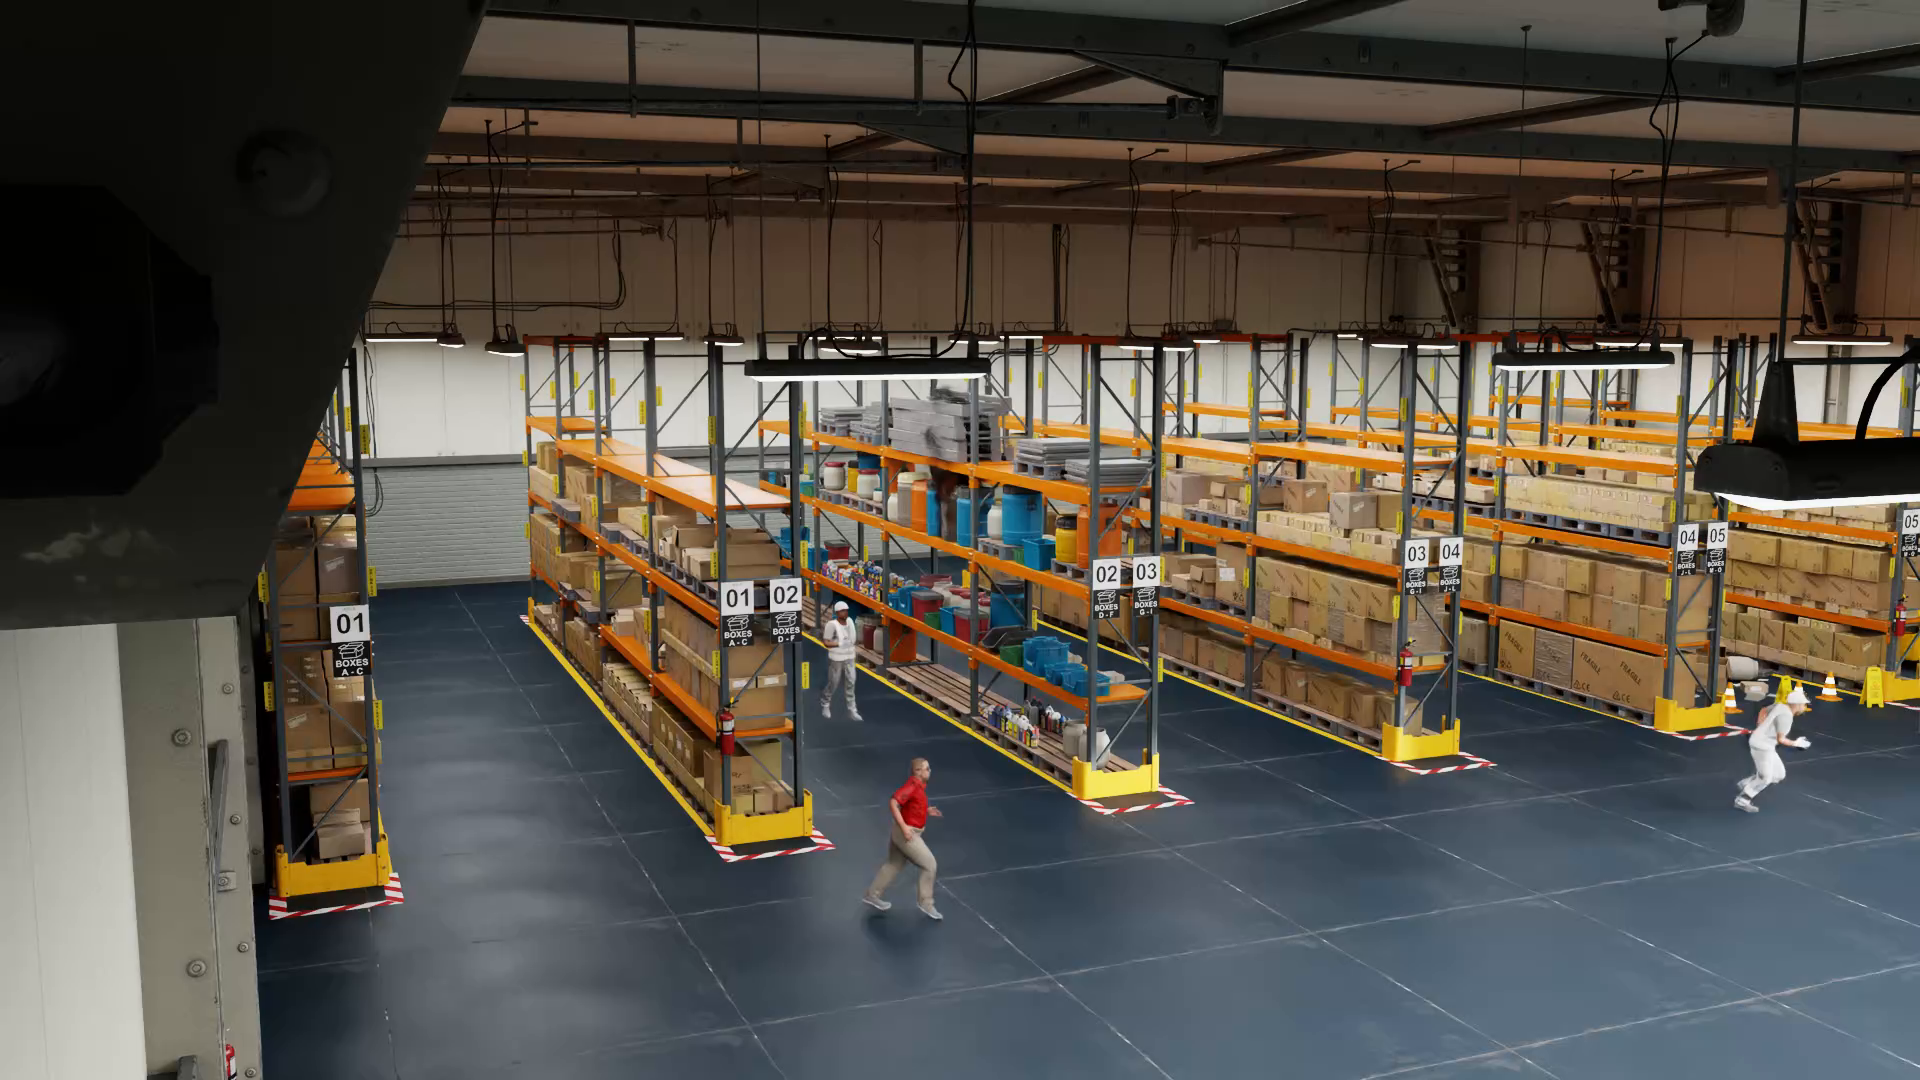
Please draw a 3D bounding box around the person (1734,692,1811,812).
[{"bbox_3d":[10.451,2.708,21.373,0.828,1.604,0.696,3,8,22],"label":"person"}]

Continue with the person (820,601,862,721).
[{"bbox_3d":[-1.796,1.829,25.129,0.703,1.826,0.880,-7,10,-43],"label":"person"}]

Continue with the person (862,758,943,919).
[{"bbox_3d":[-0.608,3.172,17.613,0.855,1.759,0.674,0,8,-2],"label":"person"}]
